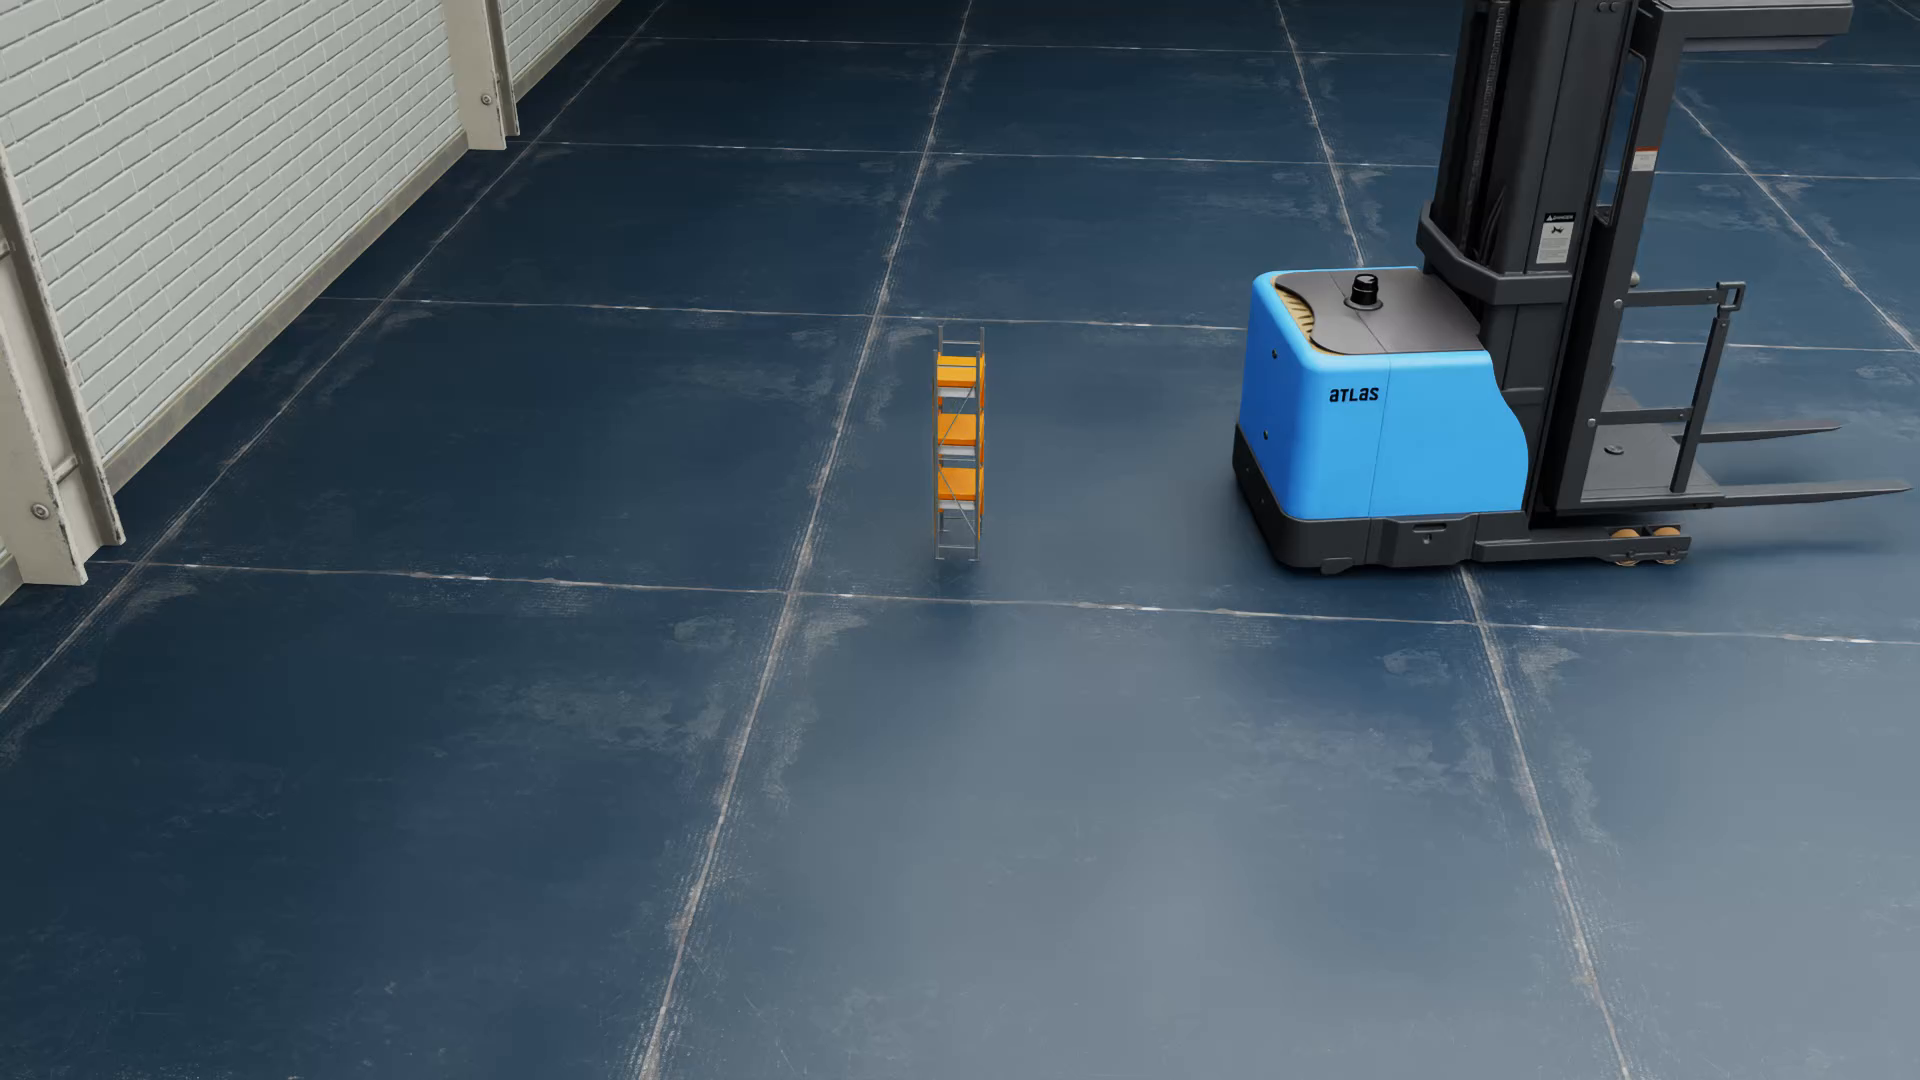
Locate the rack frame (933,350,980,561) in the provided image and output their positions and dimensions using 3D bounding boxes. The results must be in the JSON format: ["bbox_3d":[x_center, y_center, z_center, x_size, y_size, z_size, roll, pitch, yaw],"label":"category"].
[{"bbox_3d":[-0.014,-0.355,7.326,0.200,1.050,0.008,2,32,4],"label":"rack frame"}]

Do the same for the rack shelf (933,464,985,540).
[{"bbox_3d":[-0.004,-0.173,7.581,0.215,0.259,0.240,2,32,4],"label":"rack shelf"}]

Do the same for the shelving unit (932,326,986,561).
[{"bbox_3d":[-0.004,-0.419,7.429,0.215,1.050,0.252,2,32,4],"label":"shelving unit"}]

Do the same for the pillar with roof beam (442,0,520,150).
[{"bbox_3d":[0.724,-6.692,10.031,9.100,9.000,0.400,2,32,4],"label":"pillar with roof beam"}]

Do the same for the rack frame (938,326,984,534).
[{"bbox_3d":[0.006,-0.483,7.533,0.200,1.050,0.008,2,32,4],"label":"rack frame"}]

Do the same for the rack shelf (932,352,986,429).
[{"bbox_3d":[-0.004,-0.652,7.286,0.215,0.259,0.240,2,32,4],"label":"rack shelf"}]

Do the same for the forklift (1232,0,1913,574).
[{"bbox_3d":[2.890,-1.403,7.233,3.031,2.935,1.130,-3,32,-4],"label":"forklift"}]

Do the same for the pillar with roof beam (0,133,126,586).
[{"bbox_3d":[0.235,-3.554,4.940,9.100,9.000,0.400,2,32,4],"label":"pillar with roof beam"}]

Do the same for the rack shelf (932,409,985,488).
[{"bbox_3d":[-0.004,-0.410,7.435,0.215,0.259,0.240,2,32,4],"label":"rack shelf"}]
